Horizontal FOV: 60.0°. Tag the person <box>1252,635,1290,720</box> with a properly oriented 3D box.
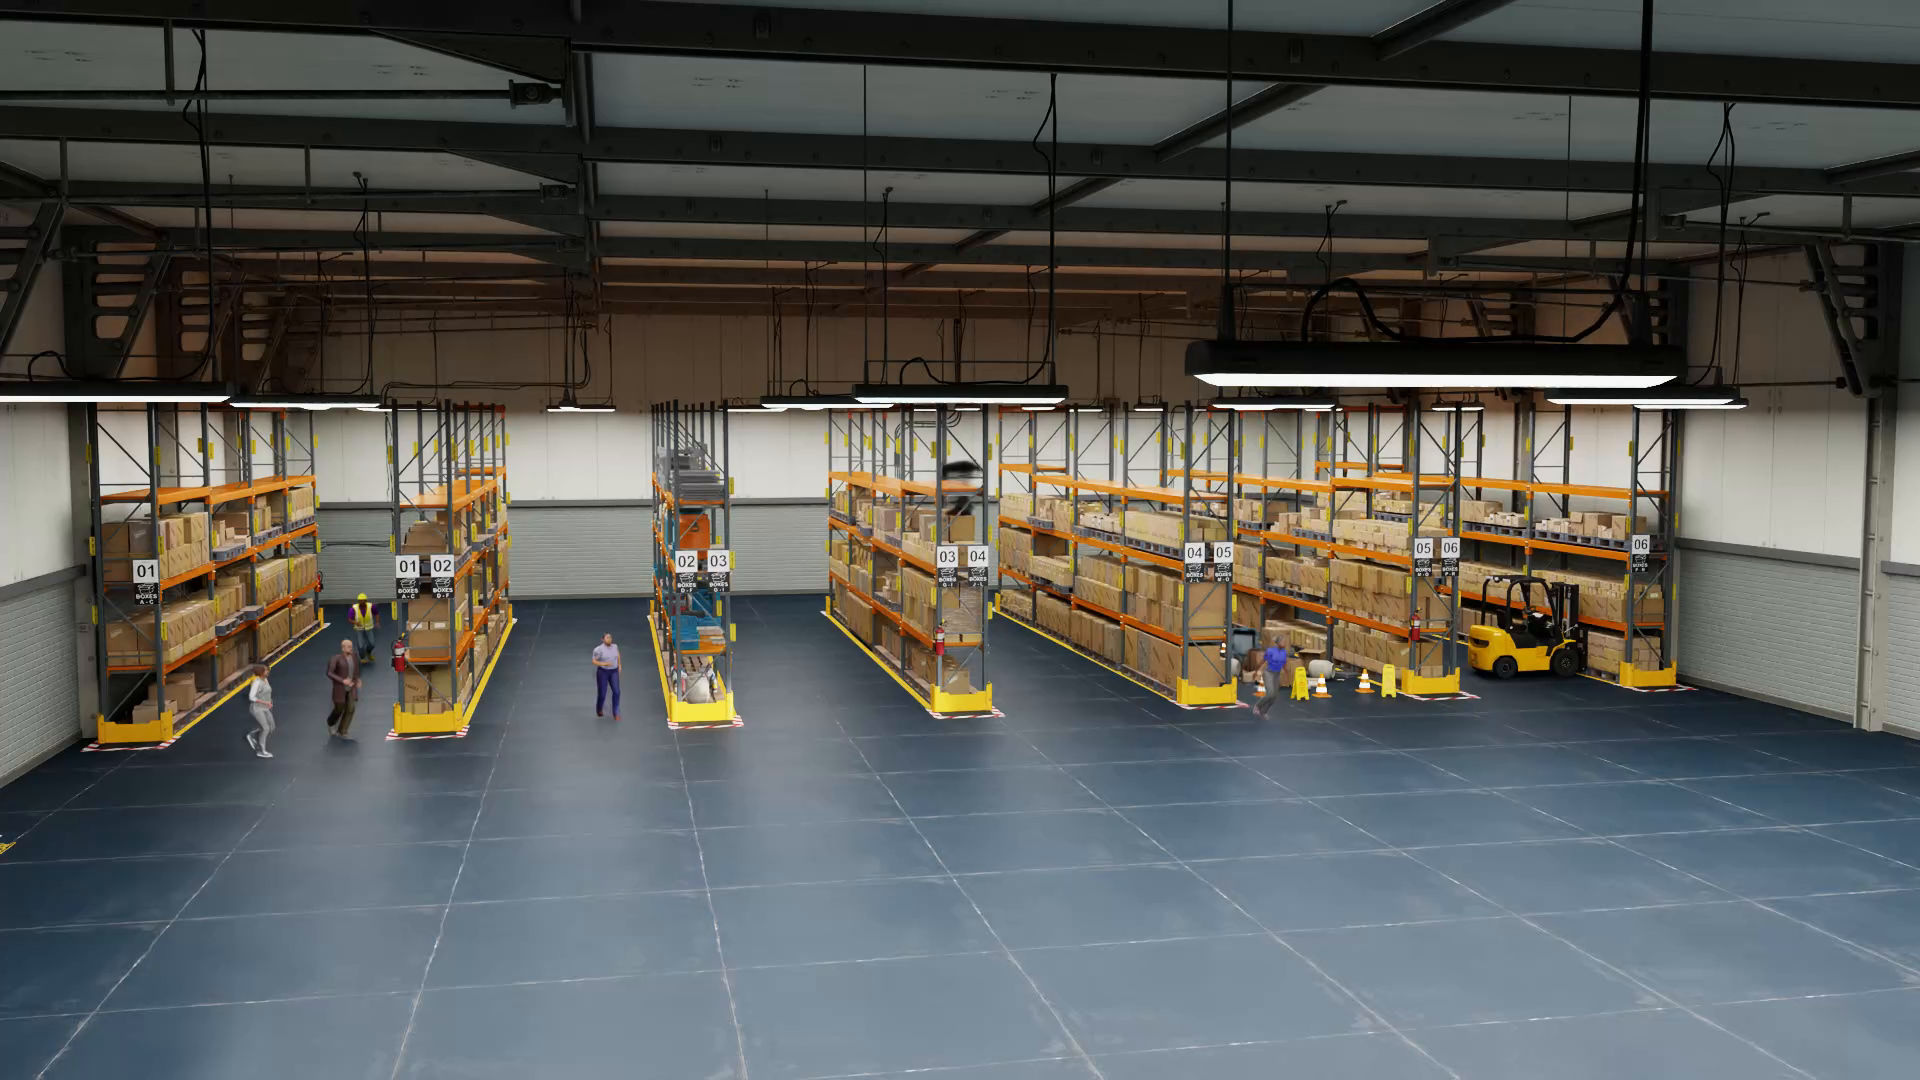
[{"bbox_3d":[5.839,2.577,31.219,0.598,1.615,0.548,-3,5,-35],"label":"person"}]

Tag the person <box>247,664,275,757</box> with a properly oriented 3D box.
[{"bbox_3d":[-11.701,2.858,27.785,0.578,1.570,0.529,0,4,3],"label":"person"}]

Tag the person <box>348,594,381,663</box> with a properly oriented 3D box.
[{"bbox_3d":[-13.630,2.035,38.059,0.716,1.651,0.770,-2,5,-25],"label":"person"}]

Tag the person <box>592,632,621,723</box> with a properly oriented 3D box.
[{"bbox_3d":[-6.613,2.569,31.129,0.595,1.724,0.795,-2,5,-30],"label":"person"}]

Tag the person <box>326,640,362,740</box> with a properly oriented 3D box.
[{"bbox_3d":[-10.978,2.633,29.520,0.818,1.768,0.705,4,6,43],"label":"person"}]
